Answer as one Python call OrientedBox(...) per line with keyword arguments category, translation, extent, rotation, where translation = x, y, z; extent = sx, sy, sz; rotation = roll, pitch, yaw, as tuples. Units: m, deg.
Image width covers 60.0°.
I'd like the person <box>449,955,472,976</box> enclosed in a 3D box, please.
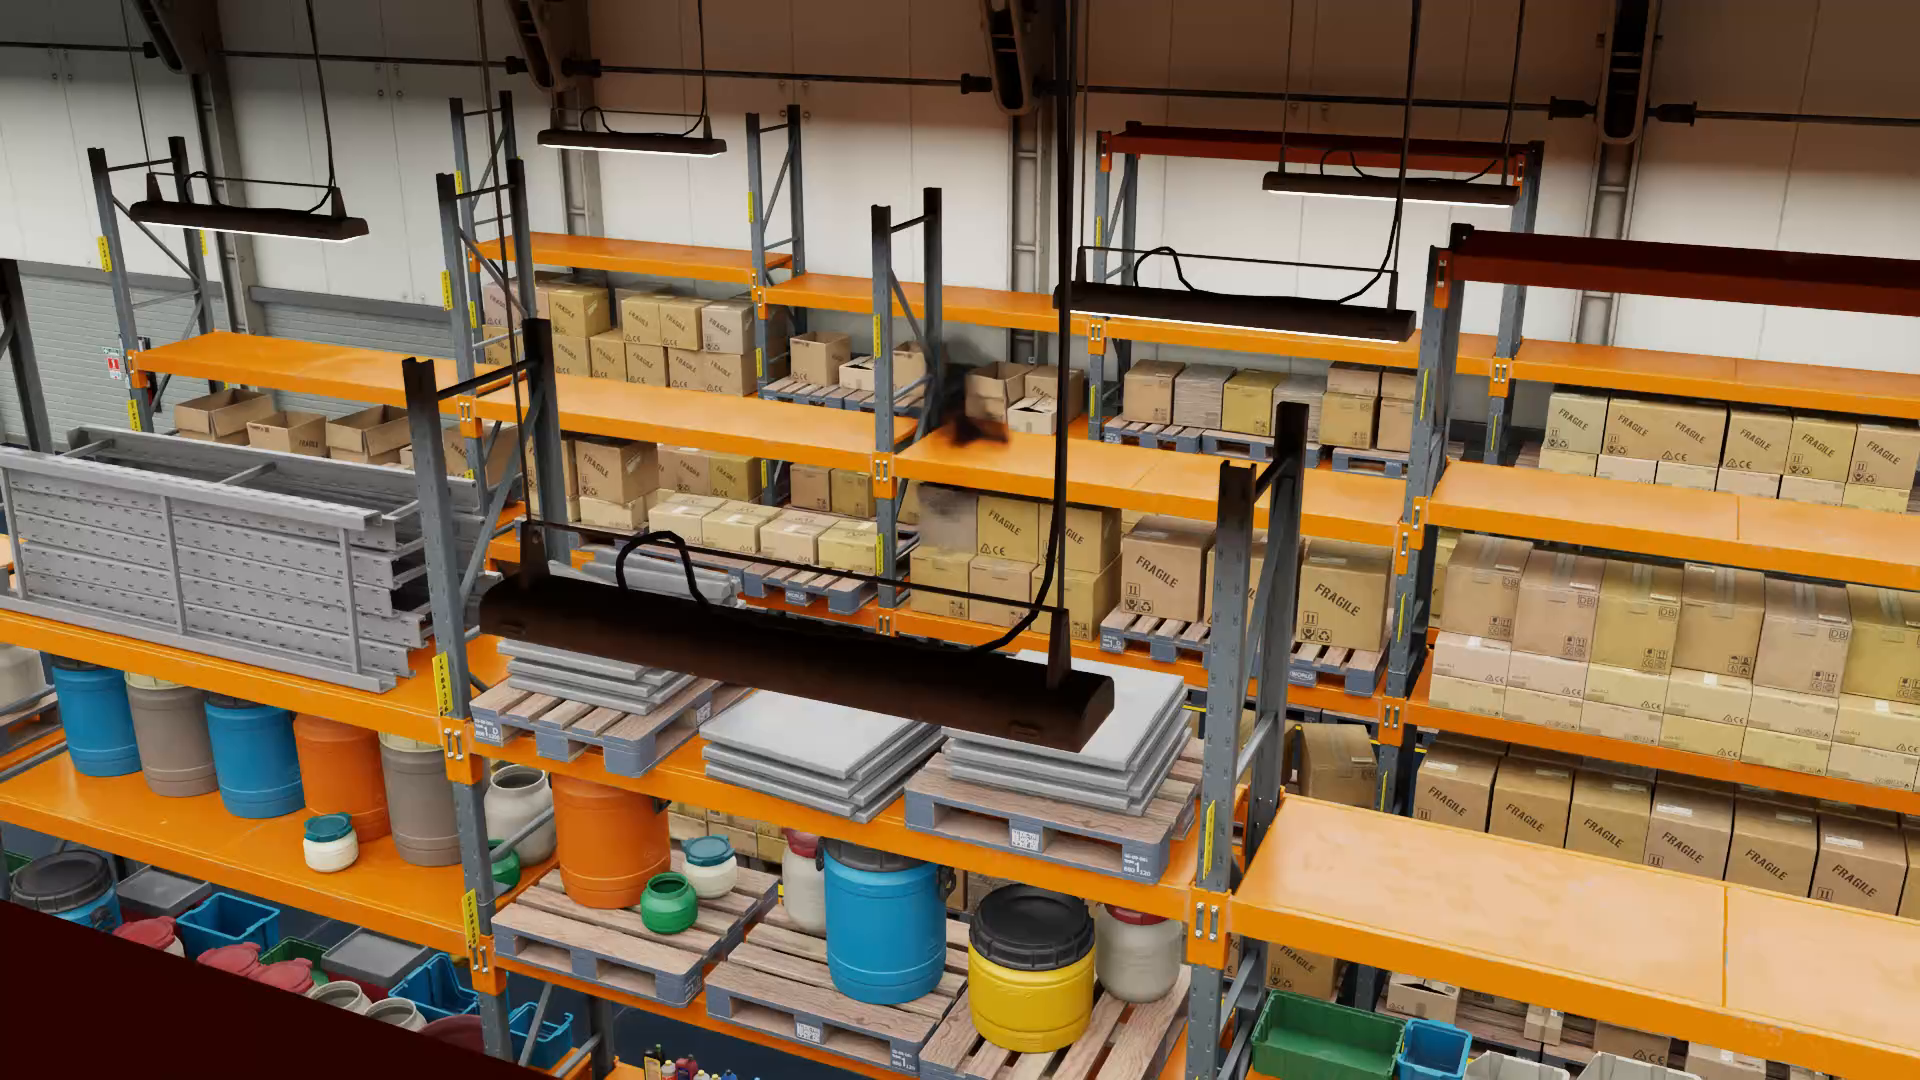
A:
OrientedBox(category="person", translation=(-3.838, 2.529, 12.678), extent=(0.558, 1.735, 0.696), rotation=(5, 21, 14))
